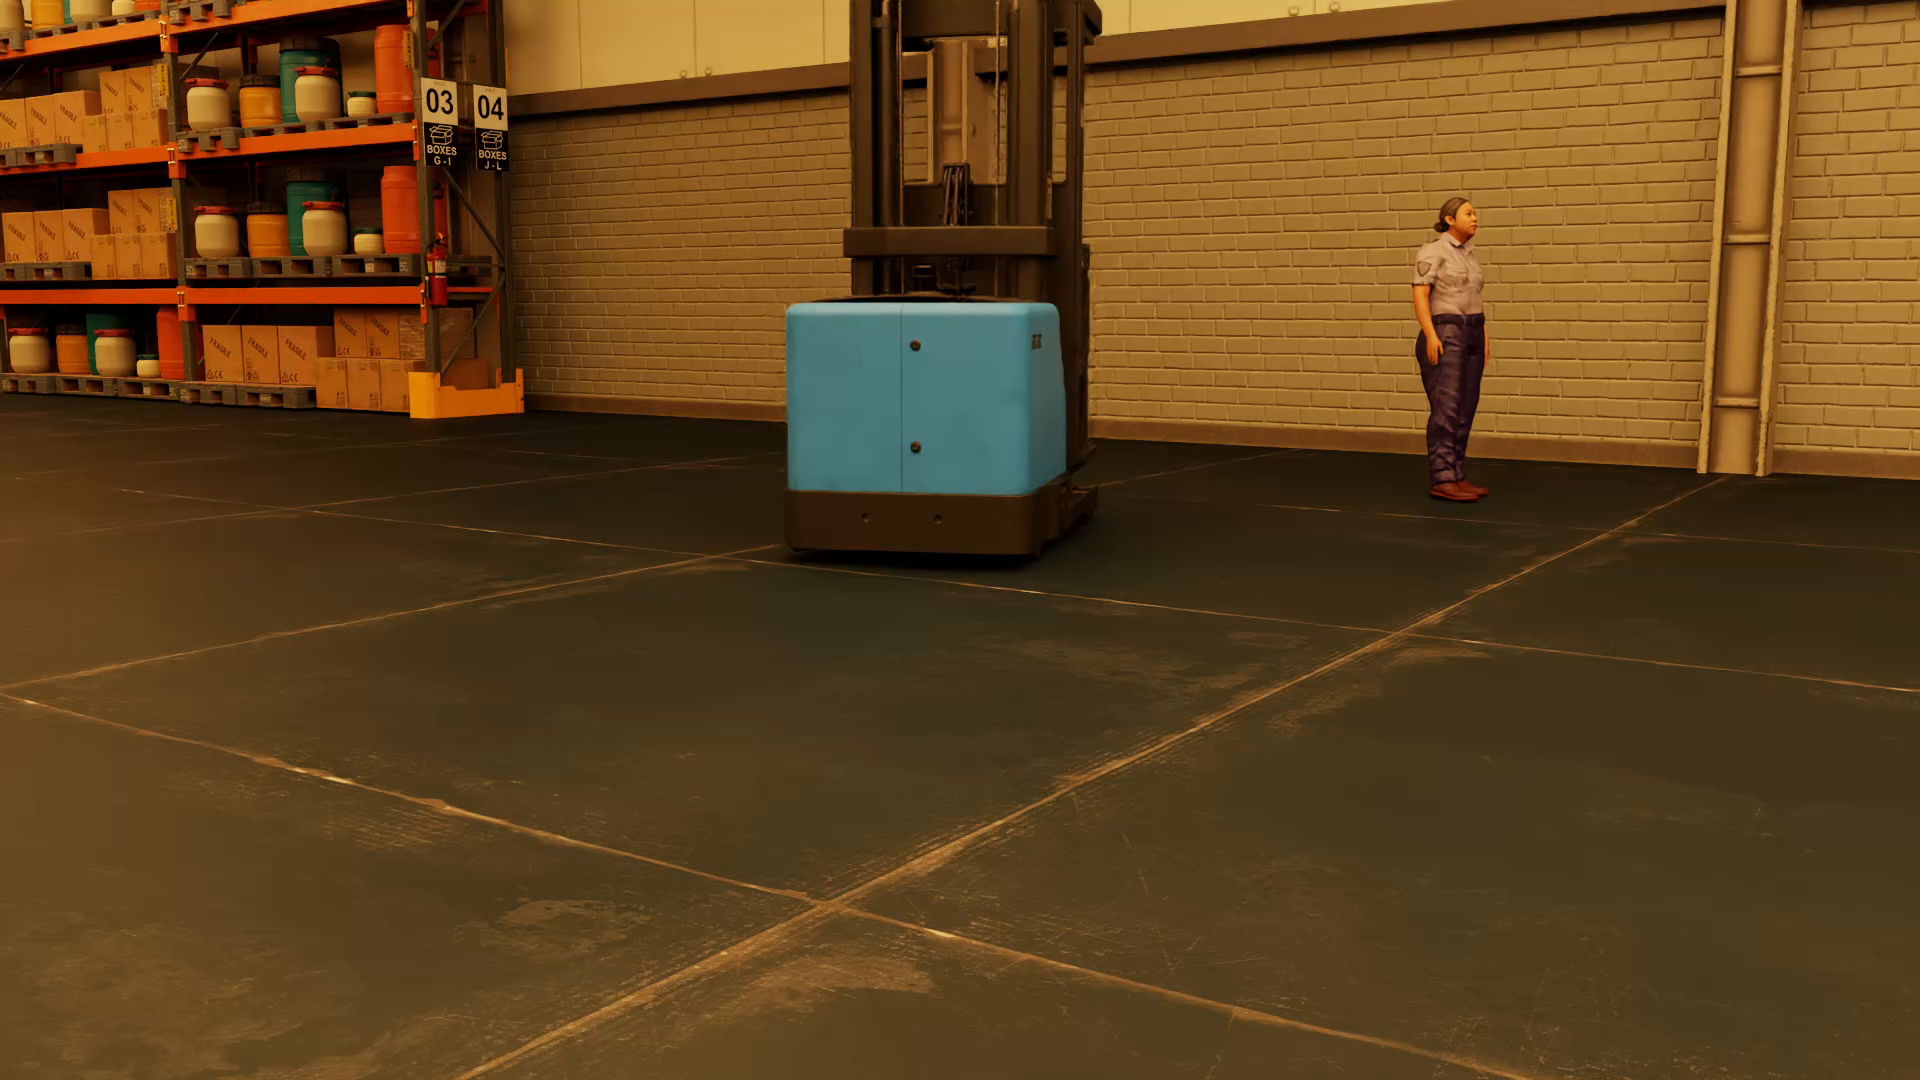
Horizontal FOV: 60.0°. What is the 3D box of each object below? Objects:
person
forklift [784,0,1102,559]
[{"bbox_3d":[2.808,-1.064,9.220,0.588,1.646,0.504,-7,11,-41],"label":"person"},{"bbox_3d":[0.080,-1.539,8.018,1.130,2.935,3.031,2,8,12],"label":"forklift"}]
